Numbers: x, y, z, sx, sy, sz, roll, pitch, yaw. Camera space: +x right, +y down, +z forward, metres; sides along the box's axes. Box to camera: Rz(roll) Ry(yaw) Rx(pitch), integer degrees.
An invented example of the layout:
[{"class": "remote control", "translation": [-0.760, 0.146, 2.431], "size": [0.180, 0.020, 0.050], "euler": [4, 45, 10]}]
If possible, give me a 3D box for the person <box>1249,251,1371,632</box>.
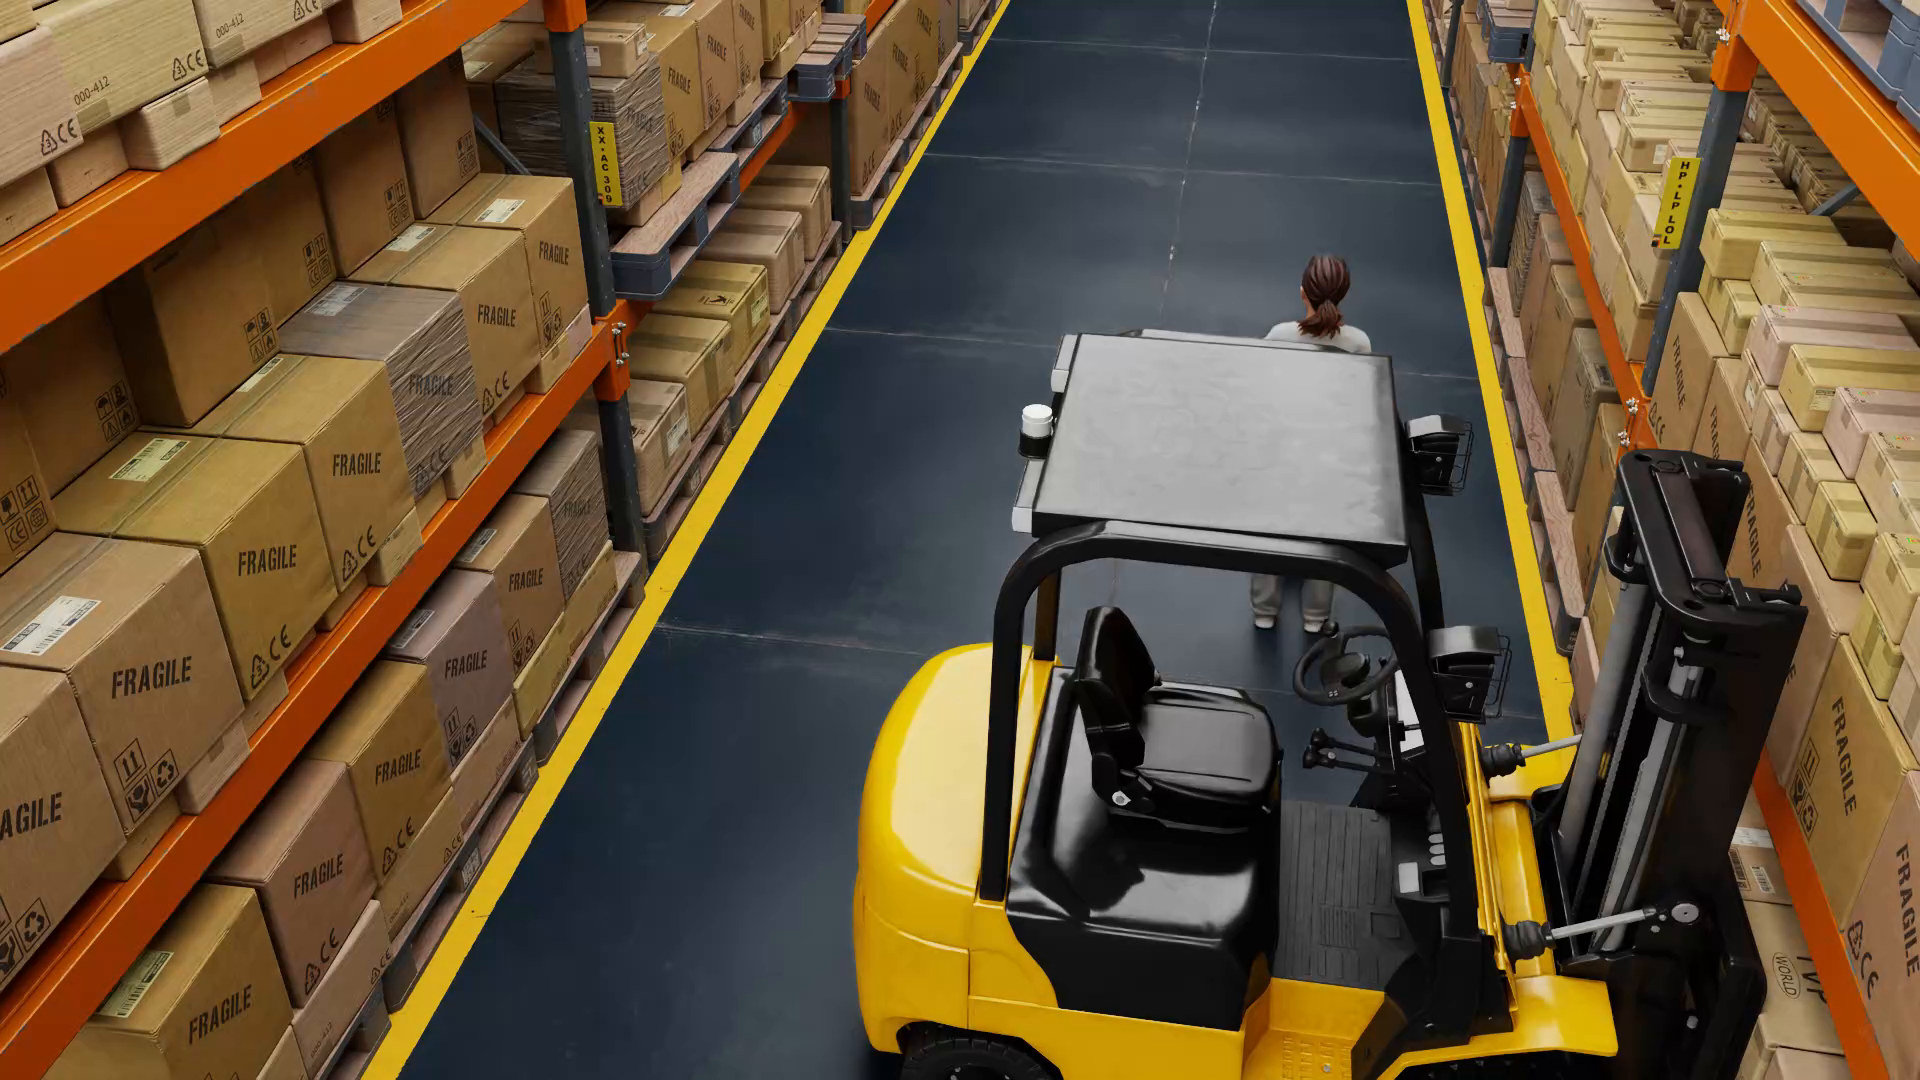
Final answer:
[{"class": "person", "translation": [1.393, -0.365, 6.737], "size": [0.436, 1.653, 0.380], "euler": [6, 33, 9]}]
